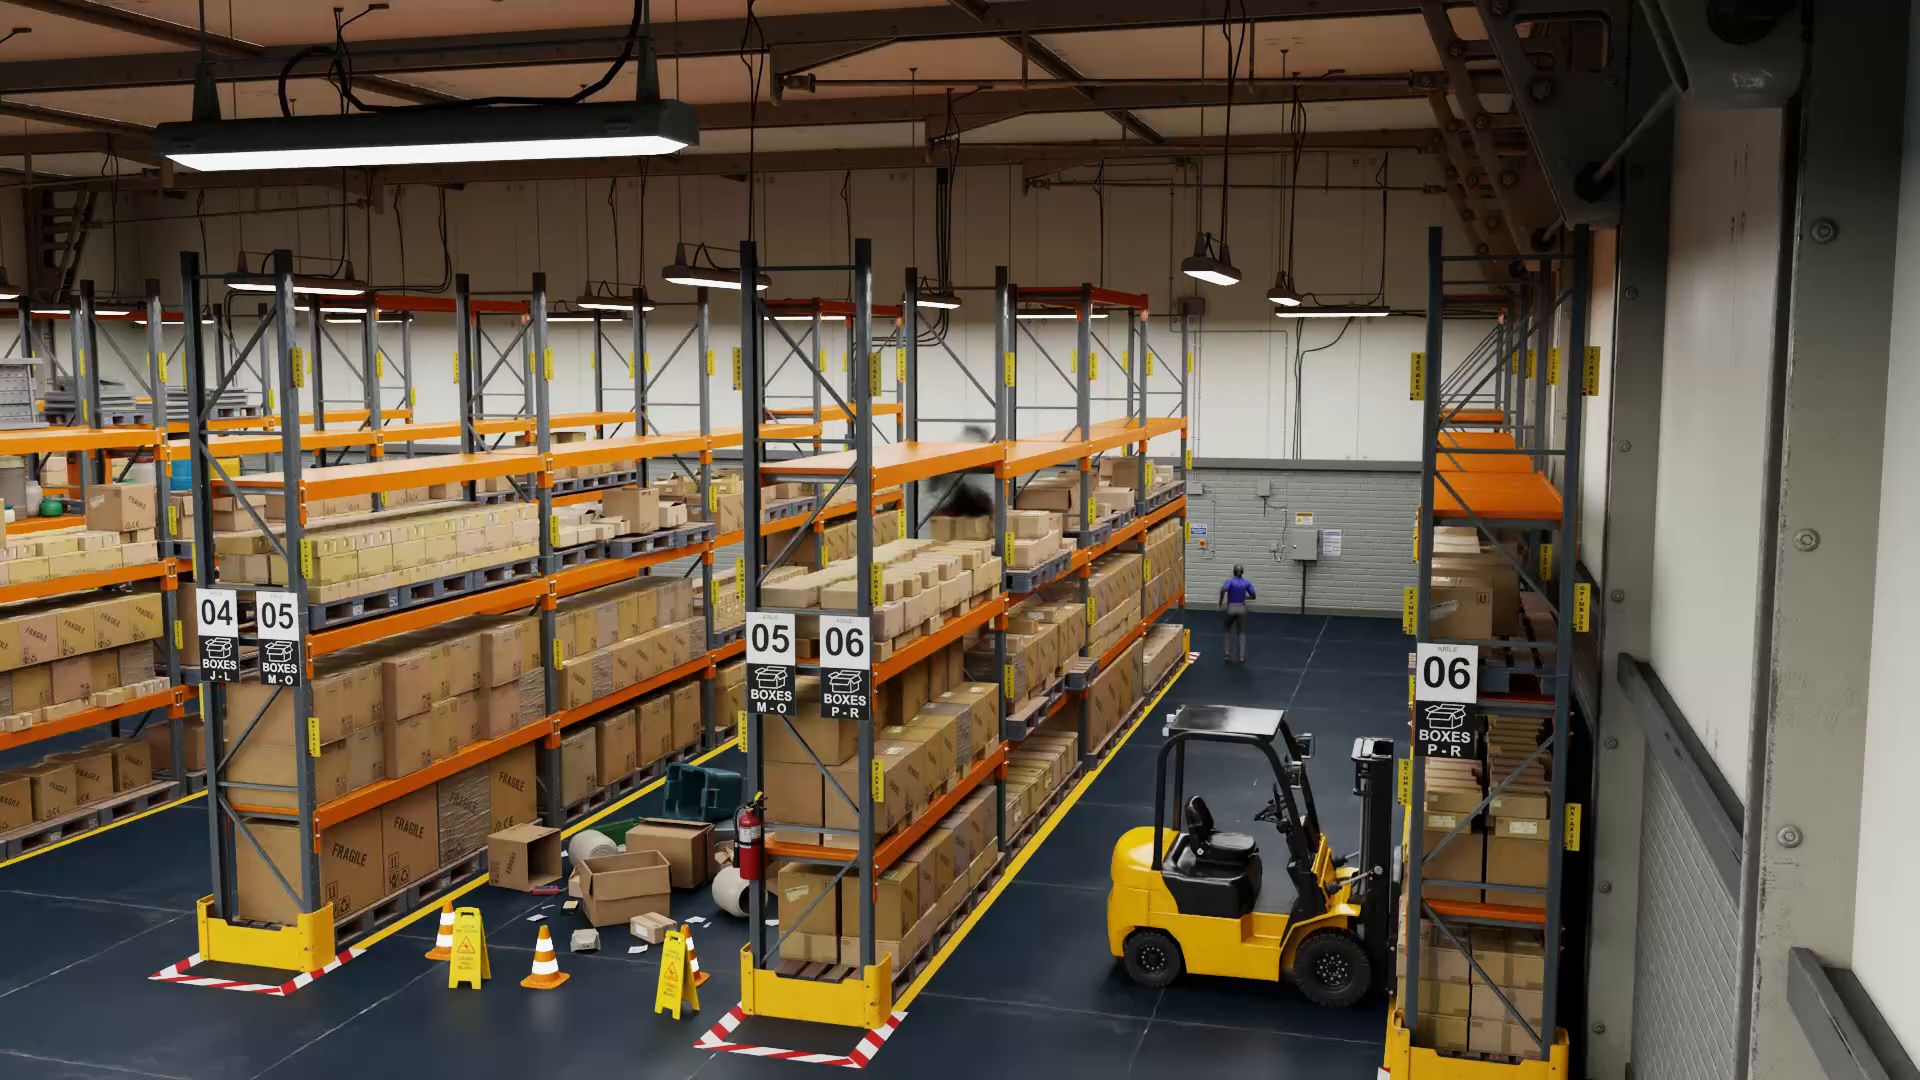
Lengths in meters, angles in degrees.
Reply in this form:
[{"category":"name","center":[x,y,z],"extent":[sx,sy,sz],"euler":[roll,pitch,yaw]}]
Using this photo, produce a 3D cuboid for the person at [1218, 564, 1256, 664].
[{"category":"person","center":[4.605,1.252,27.640],"extent":[0.642,1.697,0.691],"euler":[0,6,-1]}]
